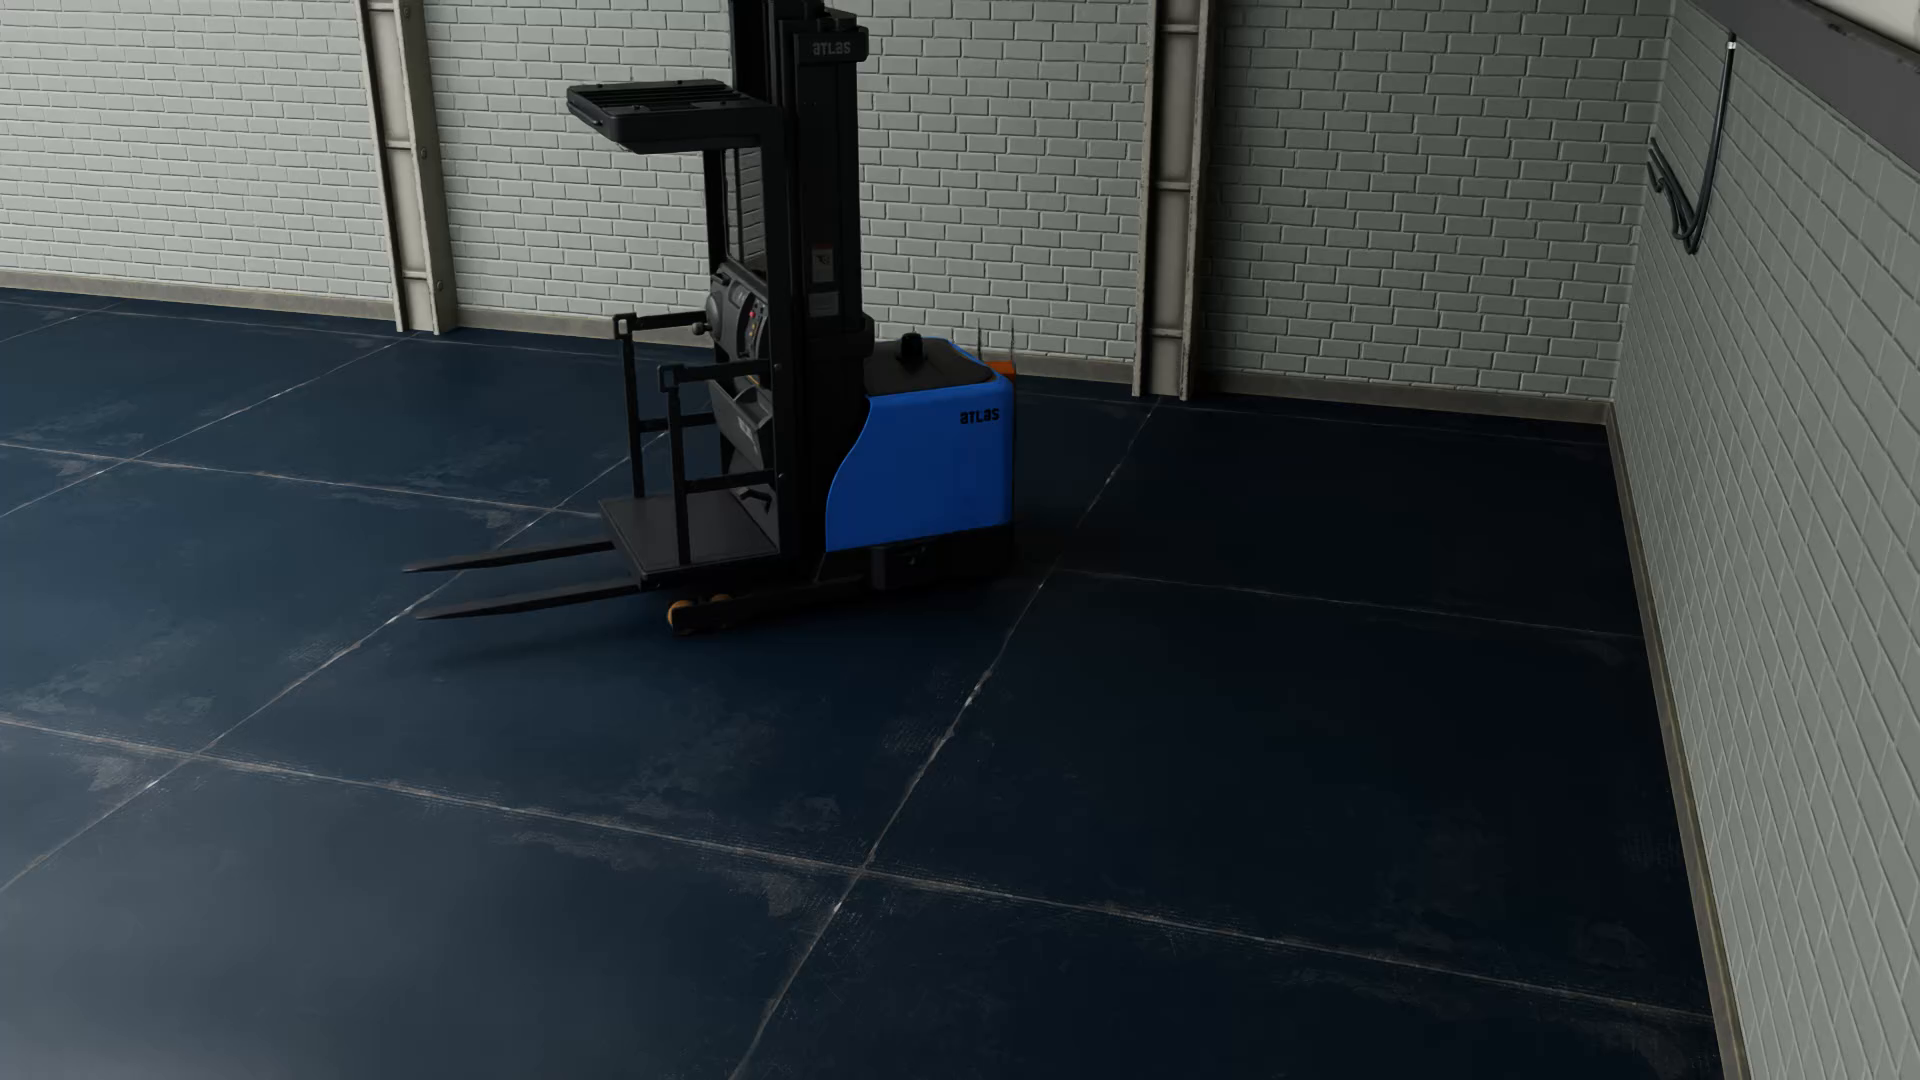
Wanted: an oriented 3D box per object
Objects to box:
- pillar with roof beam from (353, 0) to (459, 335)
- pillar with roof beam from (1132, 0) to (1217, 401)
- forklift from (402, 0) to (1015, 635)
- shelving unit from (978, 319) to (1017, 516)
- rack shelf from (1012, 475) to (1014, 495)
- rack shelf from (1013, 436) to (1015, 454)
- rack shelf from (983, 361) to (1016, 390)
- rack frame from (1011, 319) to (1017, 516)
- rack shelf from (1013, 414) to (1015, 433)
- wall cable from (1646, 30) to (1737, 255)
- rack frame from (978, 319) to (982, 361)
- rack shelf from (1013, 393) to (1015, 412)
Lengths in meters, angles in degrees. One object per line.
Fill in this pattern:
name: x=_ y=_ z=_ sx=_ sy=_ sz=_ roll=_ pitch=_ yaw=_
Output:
pillar with roof beam: x=-5.537 y=-4.312 z=7.924 sx=0.400 sy=9.000 sz=9.100 roll=7 pitch=23 yaw=16
pillar with roof beam: x=0.207 y=-3.654 z=6.320 sx=0.400 sy=9.000 sz=9.100 roll=7 pitch=23 yaw=16
forklift: x=-1.280 y=-1.120 z=8.139 sx=3.031 sy=2.935 sz=1.130 roll=-9 pitch=24 yaw=-21
shelving unit: x=0.201 y=-0.602 z=9.157 sx=0.189 sy=1.200 sz=0.258 roll=-1 pitch=22 yaw=-3
rack shelf: x=0.201 y=-0.339 z=9.265 sx=0.180 sy=0.103 sz=0.258 roll=-1 pitch=22 yaw=-3
rack shelf: x=0.201 y=-0.561 z=9.174 sx=0.180 sy=0.103 sz=0.258 roll=-1 pitch=22 yaw=-3
rack shelf: x=0.201 y=-0.894 z=9.038 sx=0.180 sy=0.103 sz=0.258 roll=-1 pitch=22 yaw=-3
rack frame: x=0.292 y=-0.604 z=9.162 sx=0.006 sy=1.200 sz=0.240 roll=-1 pitch=22 yaw=-3
rack shelf: x=0.201 y=-0.672 z=9.129 sx=0.180 sy=0.103 sz=0.258 roll=-1 pitch=22 yaw=-3
wall cable: x=3.889 y=-2.978 z=8.764 sx=0.112 sy=2.526 sz=3.097 roll=7 pitch=23 yaw=16
rack frame: x=0.110 y=-0.600 z=9.152 sx=0.006 sy=1.200 sz=0.240 roll=-1 pitch=22 yaw=-3
rack shelf: x=0.201 y=-0.783 z=9.083 sx=0.180 sy=0.103 sz=0.258 roll=-1 pitch=22 yaw=-3
